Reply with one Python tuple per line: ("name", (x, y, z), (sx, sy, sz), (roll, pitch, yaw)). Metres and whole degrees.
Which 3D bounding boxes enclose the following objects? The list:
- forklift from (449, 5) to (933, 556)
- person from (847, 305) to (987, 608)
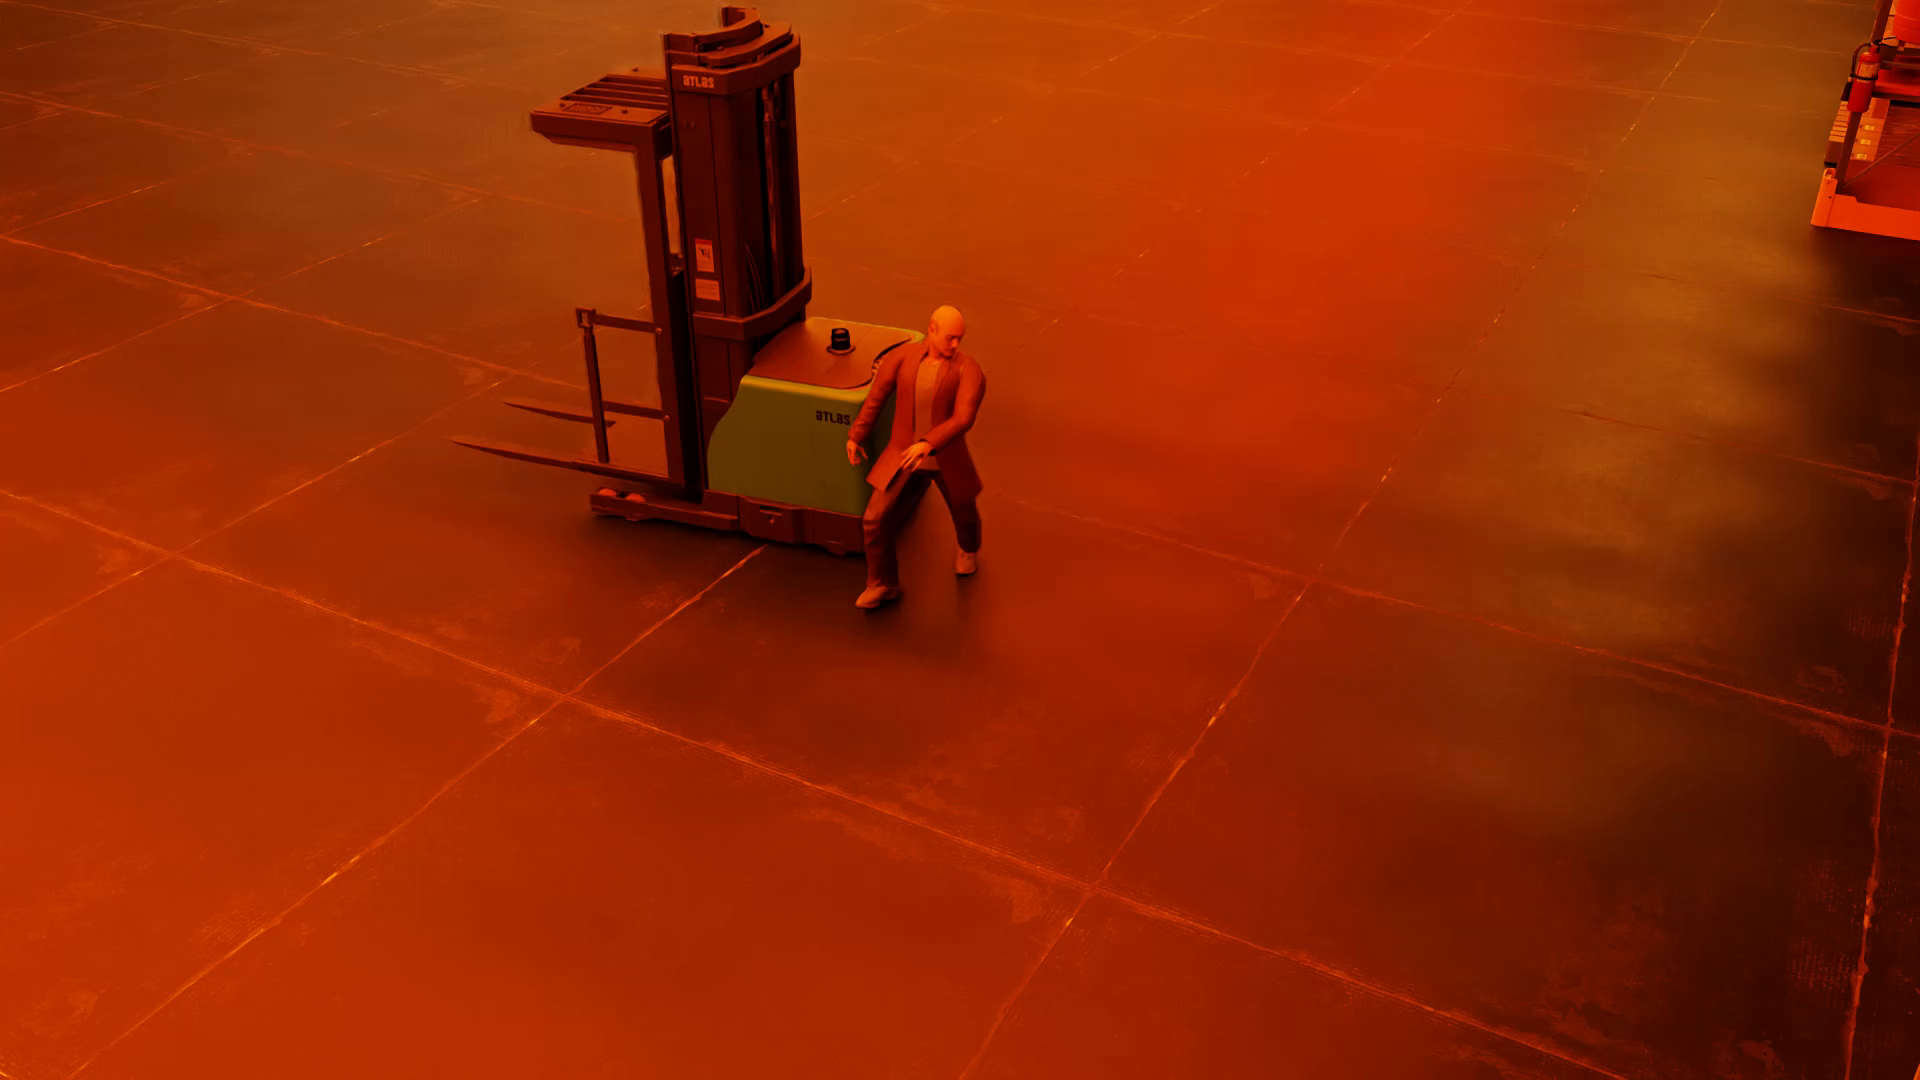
("forklift", (-1.746, -1.621, 9.879), (3.031, 2.935, 1.130), (10, 32, 17))
("person", (-0.251, -0.467, 9.147), (0.783, 1.685, 0.949), (5, 30, 8))
